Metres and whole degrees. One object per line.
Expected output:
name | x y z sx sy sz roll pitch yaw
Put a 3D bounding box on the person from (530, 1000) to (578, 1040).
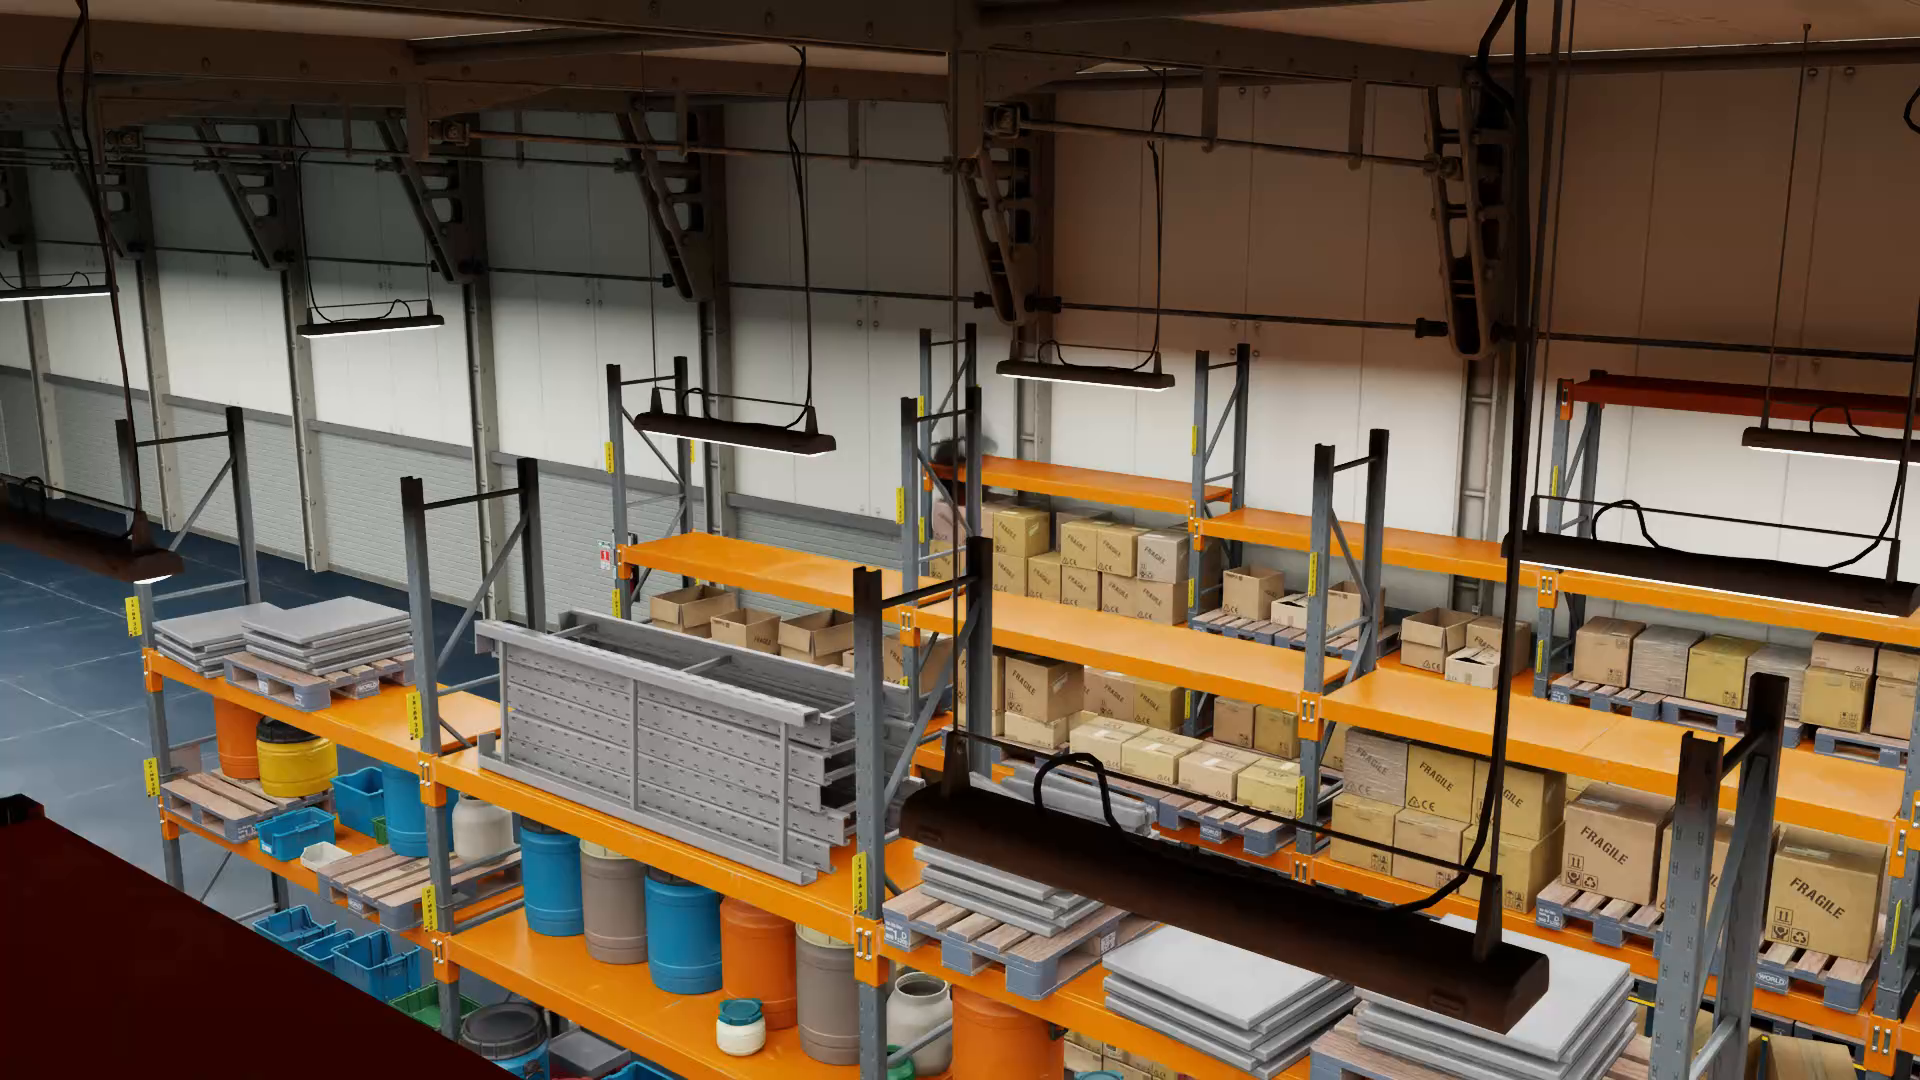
person | -3.407 4.110 14.266 0.601 1.672 0.587 9 16 36
